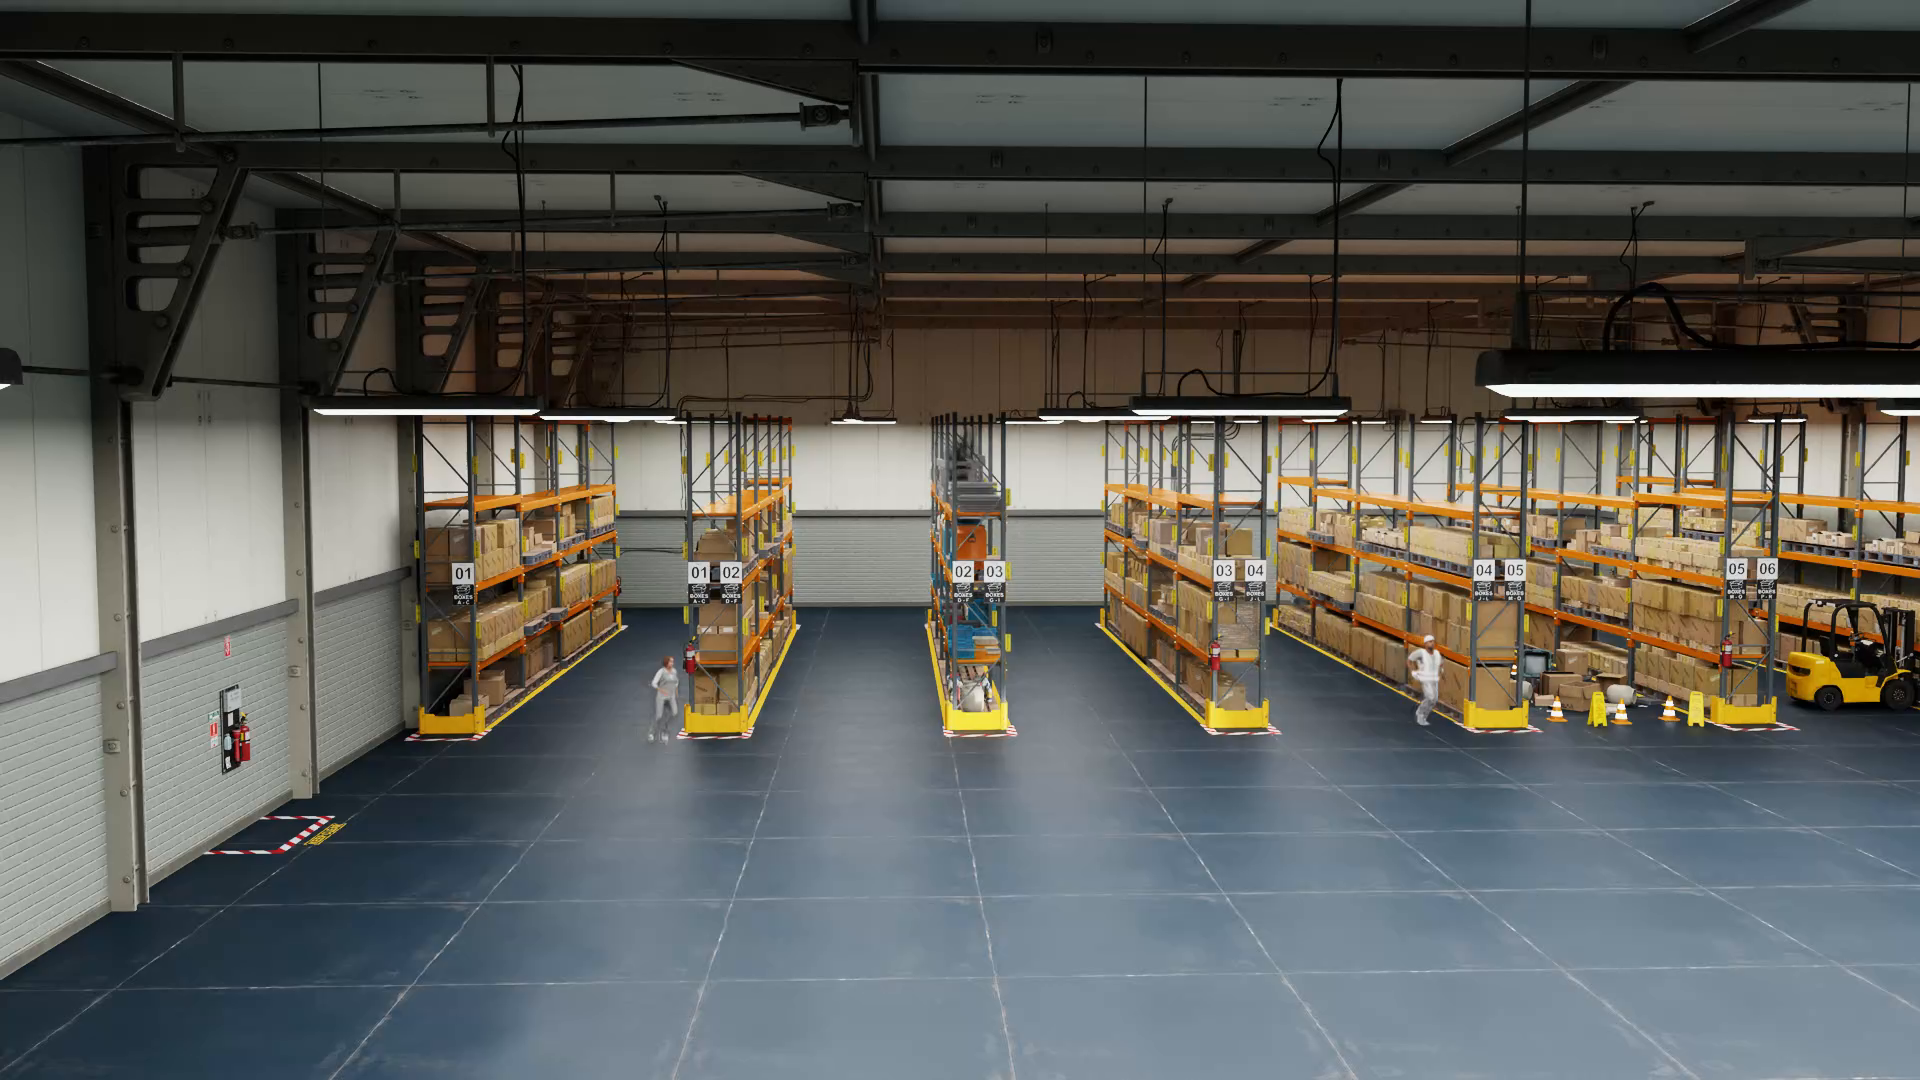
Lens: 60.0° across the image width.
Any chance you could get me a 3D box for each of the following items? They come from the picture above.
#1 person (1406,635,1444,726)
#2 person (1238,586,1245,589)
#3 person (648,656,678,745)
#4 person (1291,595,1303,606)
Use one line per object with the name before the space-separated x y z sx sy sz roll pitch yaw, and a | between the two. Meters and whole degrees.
person | 8.959 2.685 31.729 0.707 1.730 0.608 -2 4 -27
person | 7.827 1.742 46.381 0.588 1.782 0.881 0 4 3
person | -5.336 2.887 30.188 0.588 1.582 0.612 -3 5 -38
person | 9.978 1.538 49.006 0.853 1.709 0.713 0 4 0
